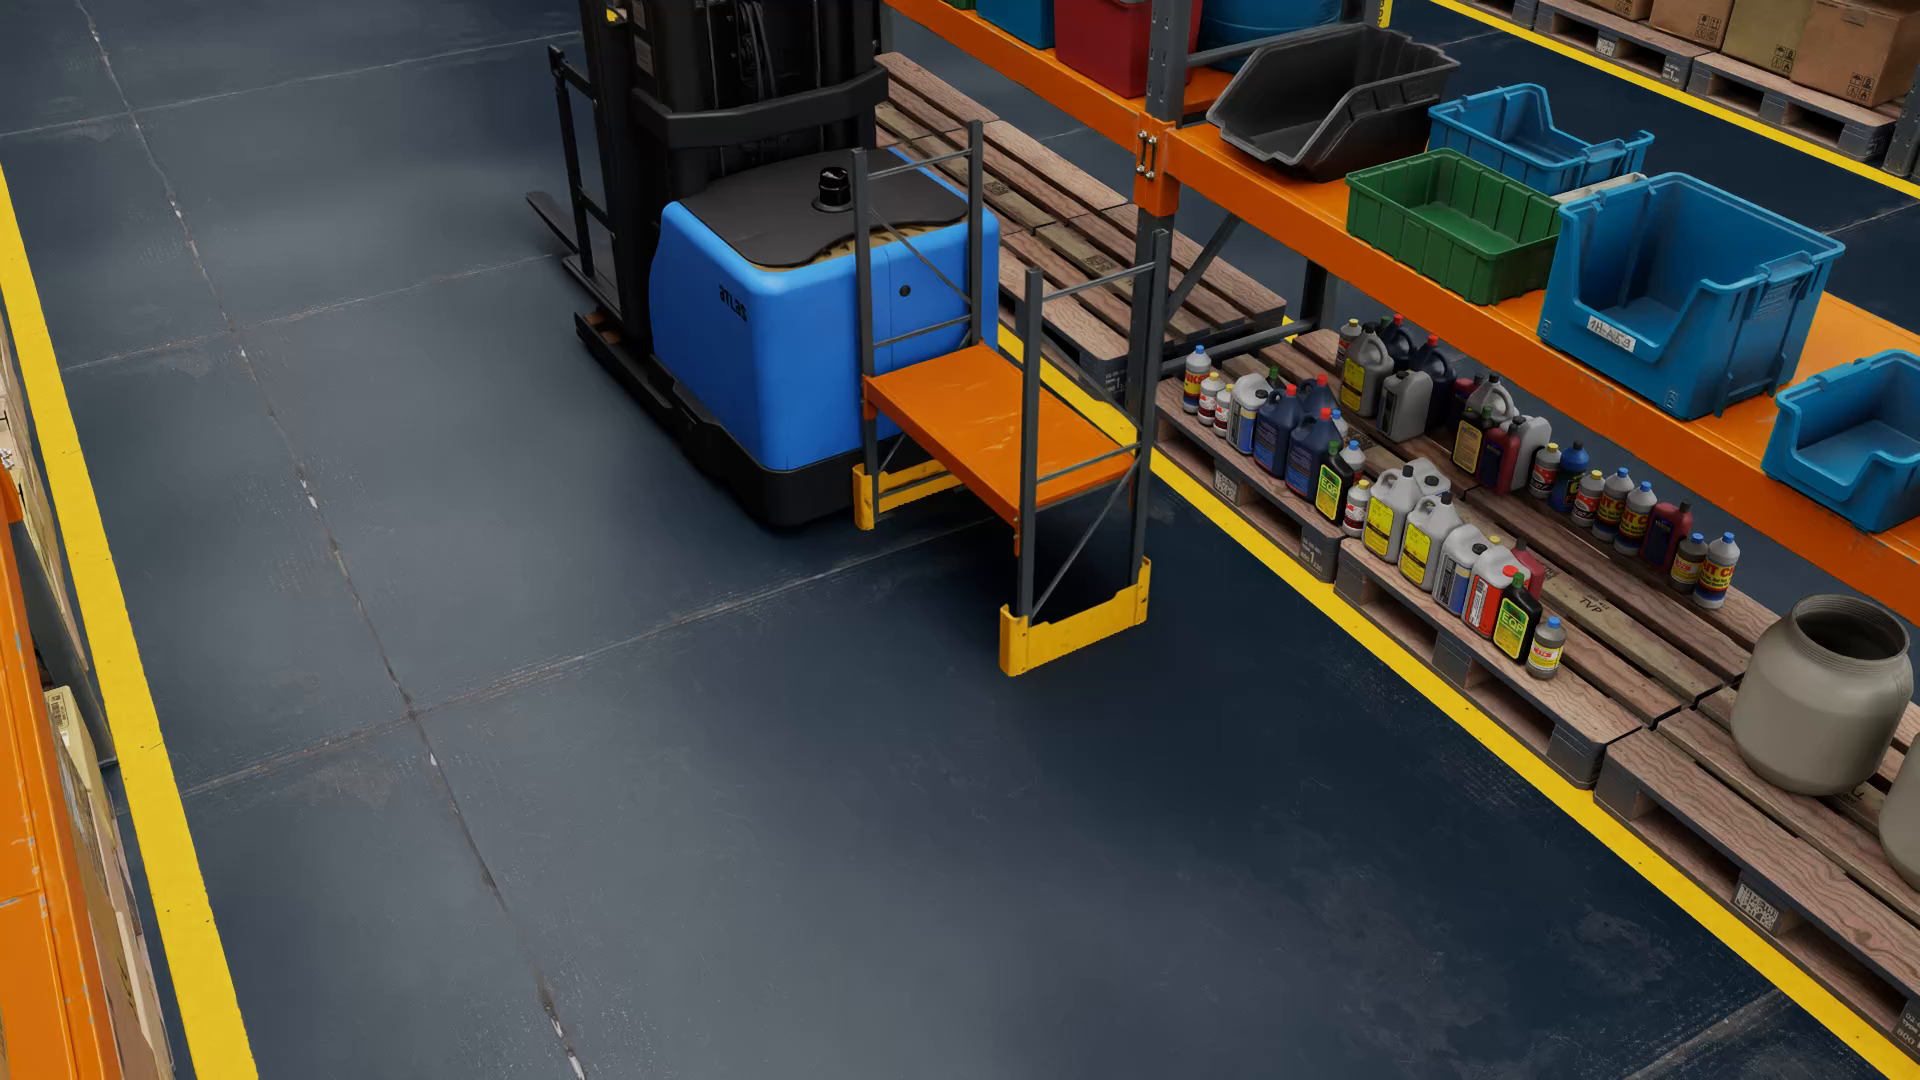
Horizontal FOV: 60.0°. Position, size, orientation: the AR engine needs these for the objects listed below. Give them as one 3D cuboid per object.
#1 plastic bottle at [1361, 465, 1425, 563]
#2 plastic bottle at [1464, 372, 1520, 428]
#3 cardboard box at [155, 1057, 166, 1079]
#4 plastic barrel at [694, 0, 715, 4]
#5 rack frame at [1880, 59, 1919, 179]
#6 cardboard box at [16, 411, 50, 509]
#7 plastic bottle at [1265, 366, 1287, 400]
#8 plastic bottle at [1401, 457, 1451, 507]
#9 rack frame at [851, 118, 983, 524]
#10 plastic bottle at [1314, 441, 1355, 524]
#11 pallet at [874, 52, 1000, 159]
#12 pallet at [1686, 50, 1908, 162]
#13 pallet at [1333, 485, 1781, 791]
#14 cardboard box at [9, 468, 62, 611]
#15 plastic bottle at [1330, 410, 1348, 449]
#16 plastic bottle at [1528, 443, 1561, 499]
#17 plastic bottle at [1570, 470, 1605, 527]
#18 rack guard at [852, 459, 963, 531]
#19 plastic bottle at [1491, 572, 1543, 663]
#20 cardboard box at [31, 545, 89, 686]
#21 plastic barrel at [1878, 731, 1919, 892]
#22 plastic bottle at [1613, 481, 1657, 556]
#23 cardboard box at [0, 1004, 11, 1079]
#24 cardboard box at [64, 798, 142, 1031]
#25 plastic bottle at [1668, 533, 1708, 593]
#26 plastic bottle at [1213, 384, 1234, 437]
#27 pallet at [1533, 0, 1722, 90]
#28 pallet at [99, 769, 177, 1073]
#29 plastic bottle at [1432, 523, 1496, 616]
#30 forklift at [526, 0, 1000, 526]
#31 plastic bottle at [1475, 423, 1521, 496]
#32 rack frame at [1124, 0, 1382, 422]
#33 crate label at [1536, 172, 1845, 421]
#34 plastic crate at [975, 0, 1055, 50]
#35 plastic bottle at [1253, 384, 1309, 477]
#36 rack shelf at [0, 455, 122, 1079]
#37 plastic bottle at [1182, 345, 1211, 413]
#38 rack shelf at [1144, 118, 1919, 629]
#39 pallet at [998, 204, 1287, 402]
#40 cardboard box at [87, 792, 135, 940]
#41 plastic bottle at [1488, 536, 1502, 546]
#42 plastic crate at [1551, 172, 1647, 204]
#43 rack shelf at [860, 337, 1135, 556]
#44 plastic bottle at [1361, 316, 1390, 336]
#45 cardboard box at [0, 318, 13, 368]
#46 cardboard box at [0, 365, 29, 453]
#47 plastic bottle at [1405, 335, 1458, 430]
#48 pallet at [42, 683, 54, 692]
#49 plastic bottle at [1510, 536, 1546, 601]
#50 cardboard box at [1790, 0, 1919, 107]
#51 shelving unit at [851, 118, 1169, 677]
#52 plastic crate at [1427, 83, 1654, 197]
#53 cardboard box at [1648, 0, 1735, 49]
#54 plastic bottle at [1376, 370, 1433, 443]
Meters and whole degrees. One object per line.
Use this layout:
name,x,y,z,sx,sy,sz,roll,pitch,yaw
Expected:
plastic bottle,1.503,-0.114,5.736,0.144,0.351,0.185,-19,40,-24
plastic bottle,1.980,-0.456,6.205,0.144,0.351,0.185,-19,40,-24
cardboard box,-1.956,1.488,3.645,0.500,0.250,0.500,-19,40,-24
plastic barrel,-1.483,-3.565,10.341,0.421,0.512,0.421,0,36,0
rack frame,5.431,-3.322,8.255,1.000,3.000,0.127,-19,40,-24
cardboard box,-3.643,-0.251,6.025,0.500,0.250,0.500,-20,41,-25
plastic bottle,1.207,-0.517,6.345,0.061,0.283,0.133,-19,40,-24
plastic bottle,1.619,-0.141,5.836,0.152,0.276,0.135,-19,40,-24
rack frame,-0.139,-0.748,6.002,0.500,1.500,0.032,-21,41,-26
plastic bottle,1.337,-0.207,5.921,0.061,0.283,0.133,-17,39,-22
pallet,-0.506,-2.361,9.304,1.003,0.211,1.213,-19,40,-24
pallet,5.038,-2.592,9.620,1.003,0.211,1.213,-19,40,-24
pallet,2.067,0.250,5.729,1.003,0.211,1.213,-19,40,-24
cardboard box,-3.129,0.042,5.150,0.500,0.311,0.500,-19,40,-24
plastic bottle,1.372,-0.357,6.136,0.097,0.271,0.097,0,36,0
plastic bottle,2.141,-0.260,6.062,0.097,0.201,0.097,0,36,0
plastic bottle,2.244,-0.155,5.919,0.097,0.201,0.097,0,36,0
rack guard,-0.139,-0.242,6.370,0.587,0.250,0.087,-21,41,-26
plastic bottle,1.782,0.244,5.302,0.061,0.283,0.133,-18,40,-23
cardboard box,-3.125,0.274,5.307,0.500,0.250,0.500,-20,41,-25
plastic barrel,2.761,0.708,4.491,0.421,0.512,0.421,0,36,0
plastic bottle,2.344,-0.082,5.759,0.097,0.271,0.097,0,36,0
cardboard box,-1.863,0.848,2.461,0.700,0.500,0.500,-19,40,-24
cardboard box,-2.219,0.934,3.768,0.500,0.500,0.500,-19,40,-24
plastic bottle,2.464,0.068,5.613,0.097,0.201,0.097,0,36,0
plastic bottle,1.031,-0.506,6.398,0.097,0.201,0.097,0,36,0
pallet,4.421,-3.215,10.473,1.003,0.211,1.213,-19,40,-24
pallet,-2.773,1.156,4.488,1.003,0.211,1.213,-19,40,-24
plastic bottle,1.683,0.094,5.514,0.152,0.276,0.135,-20,41,-25
forklift,-1.052,-2.072,6.602,1.130,2.935,3.031,-21,41,-26
plastic bottle,1.966,-0.313,6.066,0.061,0.283,0.133,-19,40,-24
rack frame,1.148,-1.854,6.245,1.000,3.000,0.127,-19,40,-24
crate label,1.999,-0.687,4.617,0.502,0.435,0.616,-19,40,-24
plastic crate,0.325,-2.318,6.894,0.392,0.384,0.575,-19,40,-24
plastic bottle,1.195,-0.427,6.165,0.144,0.351,0.185,-18,40,-23
rack shelf,-2.132,0.922,3.054,1.077,0.370,4.000,-19,40,-24
plastic bottle,0.929,-0.637,6.520,0.097,0.271,0.097,0,36,0
rack shelf,2.153,-0.544,5.061,1.077,0.370,4.000,-19,40,-24
pallet,0.720,-1.117,7.600,1.003,0.211,1.213,-19,40,-24
cardboard box,-2.472,0.982,4.337,0.500,0.250,0.500,-19,40,-24
plastic bottle,1.782,0.078,5.600,0.097,0.201,0.097,0,36,0
plastic crate,2.183,-0.995,5.292,0.530,0.136,0.437,-19,40,-24
rack shelf,0.133,-0.350,5.762,0.538,0.185,1.000,-21,41,-26
plastic bottle,1.675,-0.787,6.715,0.061,0.283,0.133,-17,39,-22
cardboard box,-4.159,-0.772,6.739,0.500,0.250,0.500,-18,40,-23
cardboard box,-3.637,-0.479,5.862,0.500,0.311,0.500,-20,41,-25
plastic bottle,1.817,-0.621,6.430,0.144,0.351,0.185,-21,41,-26
pallet,-3.540,0.374,5.559,1.003,0.211,1.213,-19,40,-24
plastic bottle,1.845,0.130,5.459,0.061,0.283,0.133,-19,40,-24
cardboard box,5.141,-2.809,9.300,0.700,0.500,0.500,-22,42,-27
shelving unit,0.128,-0.499,5.662,0.587,1.500,1.083,-21,41,-26
plastic crate,1.939,-1.310,5.627,0.499,0.251,0.616,-19,40,-24
cardboard box,4.636,-3.343,10.031,0.700,0.500,0.500,-23,42,-28
plastic bottle,1.702,-0.534,6.374,0.152,0.276,0.135,-19,40,-24
